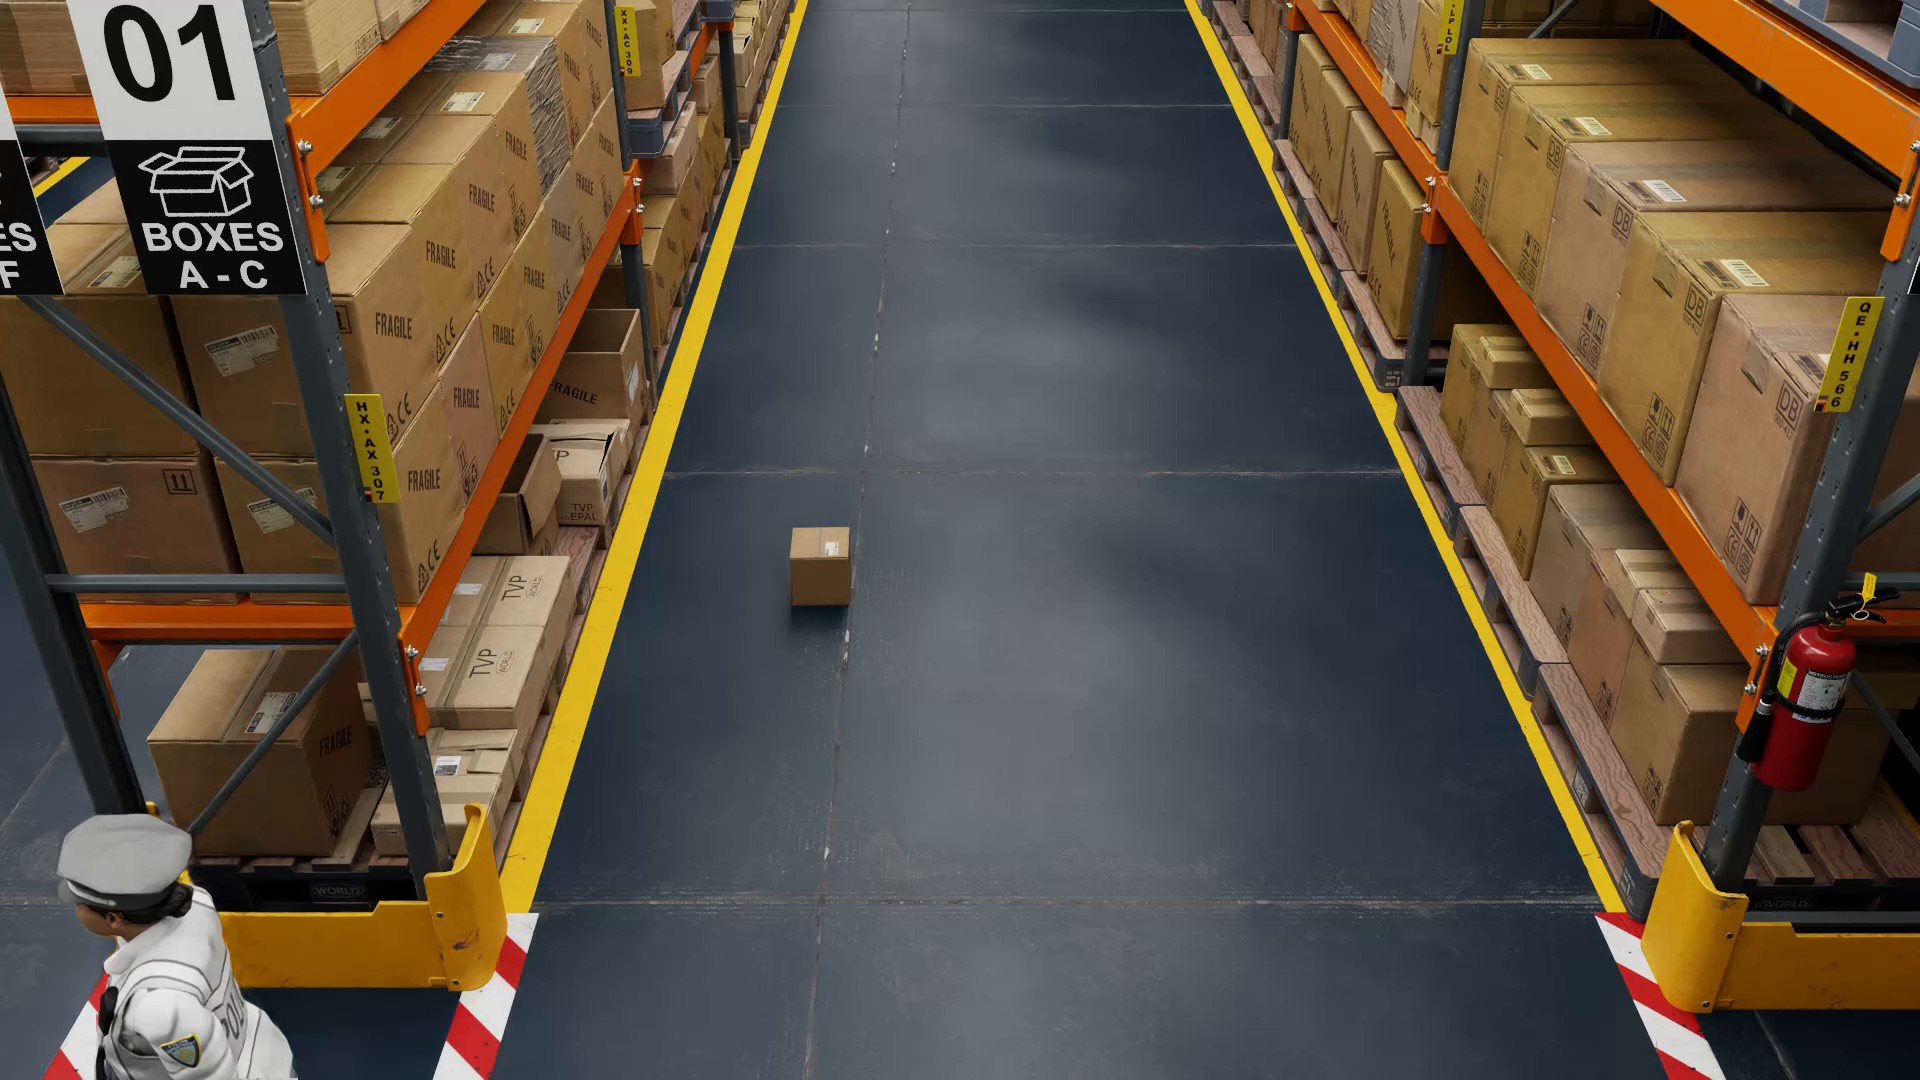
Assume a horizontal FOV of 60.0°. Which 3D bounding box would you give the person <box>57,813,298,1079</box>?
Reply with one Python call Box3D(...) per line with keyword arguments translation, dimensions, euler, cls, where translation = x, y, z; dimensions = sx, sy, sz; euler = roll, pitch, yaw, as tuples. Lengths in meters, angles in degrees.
Box3D(translation=(-1.776, 1.351, 3.942), dimensions=(0.709, 1.707, 0.508), euler=(-6, 32, -10), cls="person")
